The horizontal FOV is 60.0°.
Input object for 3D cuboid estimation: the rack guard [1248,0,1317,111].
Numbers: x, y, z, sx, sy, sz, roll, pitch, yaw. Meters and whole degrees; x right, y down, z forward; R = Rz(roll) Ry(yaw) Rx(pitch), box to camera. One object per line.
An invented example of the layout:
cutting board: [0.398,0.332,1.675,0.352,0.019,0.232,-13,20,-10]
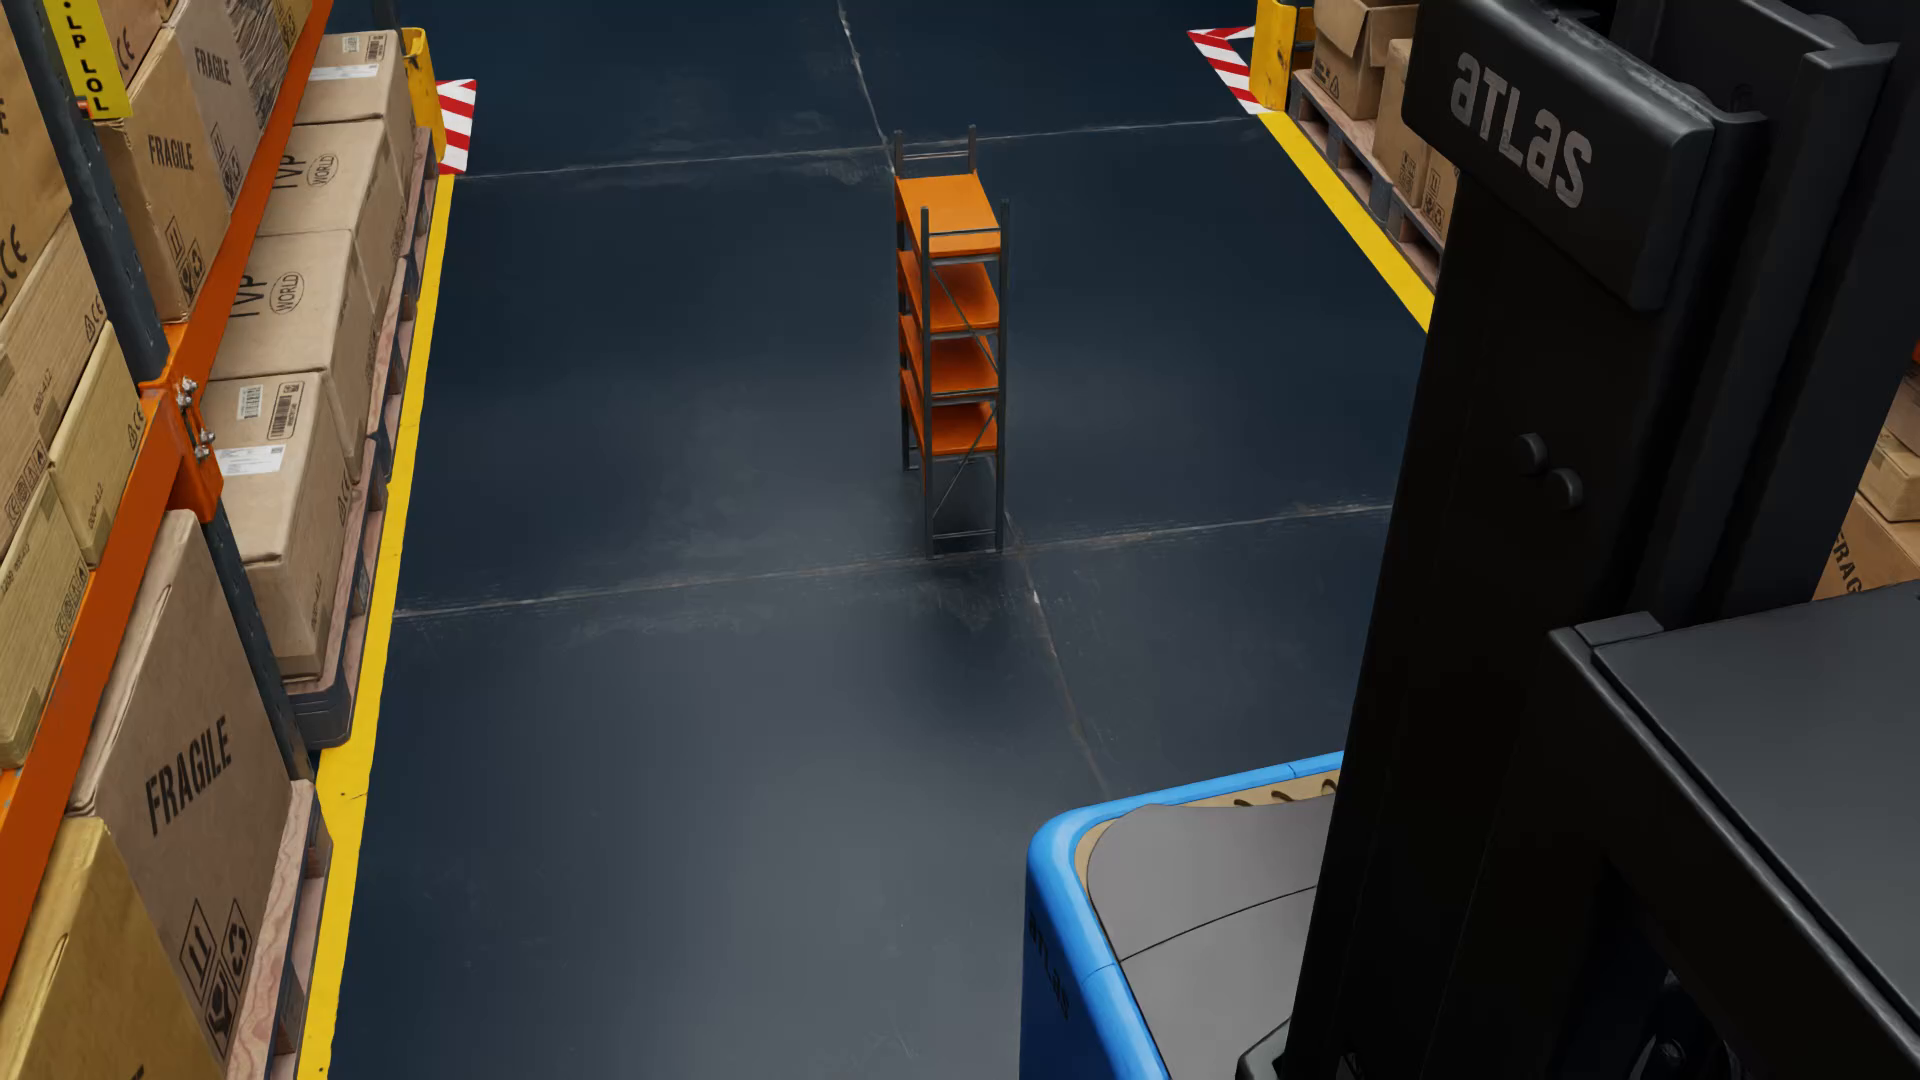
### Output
rack guard: [1.996,-2.384,7.911,1.175,0.500,0.348,-6,38,-8]

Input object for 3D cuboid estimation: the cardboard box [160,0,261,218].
cardboard box: [-2.111,-1.120,4.165,0.500,0.500,0.500,-6,38,-8]

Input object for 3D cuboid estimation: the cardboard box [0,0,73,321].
cardboard box: [-1.877,-0.656,2.753,0.500,0.500,0.500,-5,38,-6]

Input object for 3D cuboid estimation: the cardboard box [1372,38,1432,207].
cardboard box: [2.108,-1.695,6.682,0.700,0.500,0.500,-5,38,-6]

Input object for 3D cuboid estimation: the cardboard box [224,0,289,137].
cardboard box: [-2.192,-1.421,4.553,0.500,0.500,0.500,-6,38,-8]

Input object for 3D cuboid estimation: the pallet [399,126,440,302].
pallet: [-2.687,-1.305,6.758,1.003,0.211,1.213,-6,38,-8]

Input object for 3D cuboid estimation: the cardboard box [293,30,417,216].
cardboard box: [-2.690,-1.647,6.671,0.875,0.438,0.875,-7,38,-9]

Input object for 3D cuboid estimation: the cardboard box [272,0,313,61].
cardboard box: [-2.282,-1.732,4.953,0.500,0.500,0.500,-5,38,-7]

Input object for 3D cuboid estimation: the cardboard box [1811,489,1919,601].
cardboard box: [2.547,0.137,4.324,0.500,0.500,0.500,-5,38,-6]

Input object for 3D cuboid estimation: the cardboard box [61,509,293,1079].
cardboard box: [-2.015,0.575,3.455,0.875,0.875,0.875,-5,38,-7]

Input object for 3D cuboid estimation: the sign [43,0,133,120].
sign: [-1.670,-0.955,3.155,0.100,0.325,0.005,-6,38,-8]

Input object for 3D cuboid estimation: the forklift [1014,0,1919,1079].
forklift: [0.999,0.959,1.626,1.130,2.935,3.031,-10,39,-13]

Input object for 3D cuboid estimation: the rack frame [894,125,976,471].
rack frame: [-0.072,-0.721,5.200,0.240,1.200,0.015,-6,38,-8]

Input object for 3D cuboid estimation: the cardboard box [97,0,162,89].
cardboard box: [-2.048,-1.213,3.469,0.500,0.500,0.500,-6,38,-8]

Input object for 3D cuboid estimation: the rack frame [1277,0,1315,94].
rack frame: [1.982,-3.417,7.203,1.000,3.000,0.127,-6,38,-8]

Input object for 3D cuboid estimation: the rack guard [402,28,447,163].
rack guard: [-2.908,-1.908,7.298,1.175,0.500,0.348,-6,38,-8]

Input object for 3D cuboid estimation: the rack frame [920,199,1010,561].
rack frame: [0.014,-0.426,4.821,0.240,1.200,0.015,-6,38,-8]

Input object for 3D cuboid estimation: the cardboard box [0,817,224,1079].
cardboard box: [-1.849,1.119,2.754,0.875,0.875,0.875,-5,38,-7]

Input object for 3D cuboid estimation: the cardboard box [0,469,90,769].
cardboard box: [-1.788,0.146,2.739,0.500,0.250,0.500,-7,38,-9]

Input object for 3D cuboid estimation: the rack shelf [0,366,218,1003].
rack shelf: [-1.852,1.028,2.069,1.077,0.370,4.000,-6,38,-8]

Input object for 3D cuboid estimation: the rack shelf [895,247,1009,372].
rack shelf: [-0.029,-0.697,4.915,0.258,0.148,0.480,-6,38,-8]

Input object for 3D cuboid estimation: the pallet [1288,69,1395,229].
pallet: [2.136,-1.788,7.380,1.003,0.211,1.213,-6,38,-8]

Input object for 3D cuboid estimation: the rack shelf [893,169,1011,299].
rack shelf: [-0.029,-0.884,4.770,0.258,0.148,0.480,-6,38,-8]

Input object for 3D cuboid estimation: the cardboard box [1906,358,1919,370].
cardboard box: [2.800,-0.529,5.335,0.500,0.311,0.500,-5,38,-6]

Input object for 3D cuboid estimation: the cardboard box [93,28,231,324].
cardboard box: [-2.027,-0.816,3.773,0.500,0.500,0.500,-5,38,-6]

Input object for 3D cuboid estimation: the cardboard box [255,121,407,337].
cardboard box: [-2.521,-1.095,5.960,0.875,0.438,0.875,-5,38,-7]

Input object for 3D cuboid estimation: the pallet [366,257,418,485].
pallet: [-2.476,-0.569,5.811,1.003,0.211,1.213,-6,38,-8]

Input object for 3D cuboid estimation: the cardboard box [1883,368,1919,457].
cardboard box: [2.544,-0.314,4.133,0.380,0.149,0.250,-7,38,-9]

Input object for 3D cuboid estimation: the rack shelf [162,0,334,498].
rack shelf: [-2.553,-1.388,5.179,1.077,0.370,4.000,-6,38,-8]

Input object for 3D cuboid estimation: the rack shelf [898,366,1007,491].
rack shelf: [-0.029,-0.364,5.174,0.258,0.148,0.480,-6,38,-8]

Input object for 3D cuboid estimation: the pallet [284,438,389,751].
pallet: [-2.259,0.169,4.860,1.003,0.211,1.213,-6,38,-8]

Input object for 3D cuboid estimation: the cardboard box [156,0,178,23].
cardboard box: [-2.130,-1.518,3.863,0.500,0.500,0.500,-7,38,-9]

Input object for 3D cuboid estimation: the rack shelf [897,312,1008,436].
rack shelf: [-0.029,-0.521,5.052,0.258,0.148,0.480,-6,38,-8]

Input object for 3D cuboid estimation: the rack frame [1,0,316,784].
rack frame: [-2.203,-0.465,3.403,1.000,3.000,0.127,-6,38,-8]

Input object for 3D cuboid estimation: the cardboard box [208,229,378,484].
cardboard box: [-2.365,-0.550,5.259,0.875,0.438,0.875,-7,38,-9]

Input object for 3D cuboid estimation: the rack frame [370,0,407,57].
rack frame: [-2.904,-2.881,6.513,1.000,3.000,0.127,-6,38,-8]

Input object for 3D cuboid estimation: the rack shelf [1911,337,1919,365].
rack shelf: [3.034,0.491,2.759,1.077,0.370,4.000,-6,38,-8]

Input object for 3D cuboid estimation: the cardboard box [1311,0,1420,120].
cardboard box: [1.996,-2.217,7.351,0.797,0.503,0.637,-8,38,-10]

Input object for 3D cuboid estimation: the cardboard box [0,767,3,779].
cardboard box: [-1.718,0.453,2.344,0.500,0.250,0.500,-7,38,-9]

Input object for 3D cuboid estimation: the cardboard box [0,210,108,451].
cardboard box: [-1.886,-0.363,2.986,0.500,0.250,0.500,-6,38,-8]

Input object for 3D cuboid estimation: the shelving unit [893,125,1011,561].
shelving unit: [-0.029,-0.574,5.011,0.258,1.200,0.503,-6,38,-8]

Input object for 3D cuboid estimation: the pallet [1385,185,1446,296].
pallet: [2.347,-1.053,6.433,1.003,0.211,1.213,-6,38,-8]

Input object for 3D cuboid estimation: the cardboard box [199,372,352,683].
cardboard box: [-2.207,-0.009,4.563,0.875,0.438,0.875,-7,38,-9]

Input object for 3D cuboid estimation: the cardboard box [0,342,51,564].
cardboard box: [-1.791,-0.061,2.599,0.500,0.250,0.500,-5,38,-7]

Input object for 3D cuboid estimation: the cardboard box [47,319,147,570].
cardboard box: [-1.876,-0.161,3.135,0.500,0.250,0.500,-7,38,-9]

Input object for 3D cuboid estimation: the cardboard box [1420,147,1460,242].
cardboard box: [2.102,-1.365,6.257,0.500,0.500,0.500,-6,38,-7]

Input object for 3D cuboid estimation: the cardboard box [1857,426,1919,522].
cardboard box: [2.485,-0.190,4.216,0.380,0.149,0.250,-5,38,-6]

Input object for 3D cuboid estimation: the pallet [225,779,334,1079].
pallet: [-1.993,1.095,3.669,1.003,0.211,1.213,-6,38,-8]
